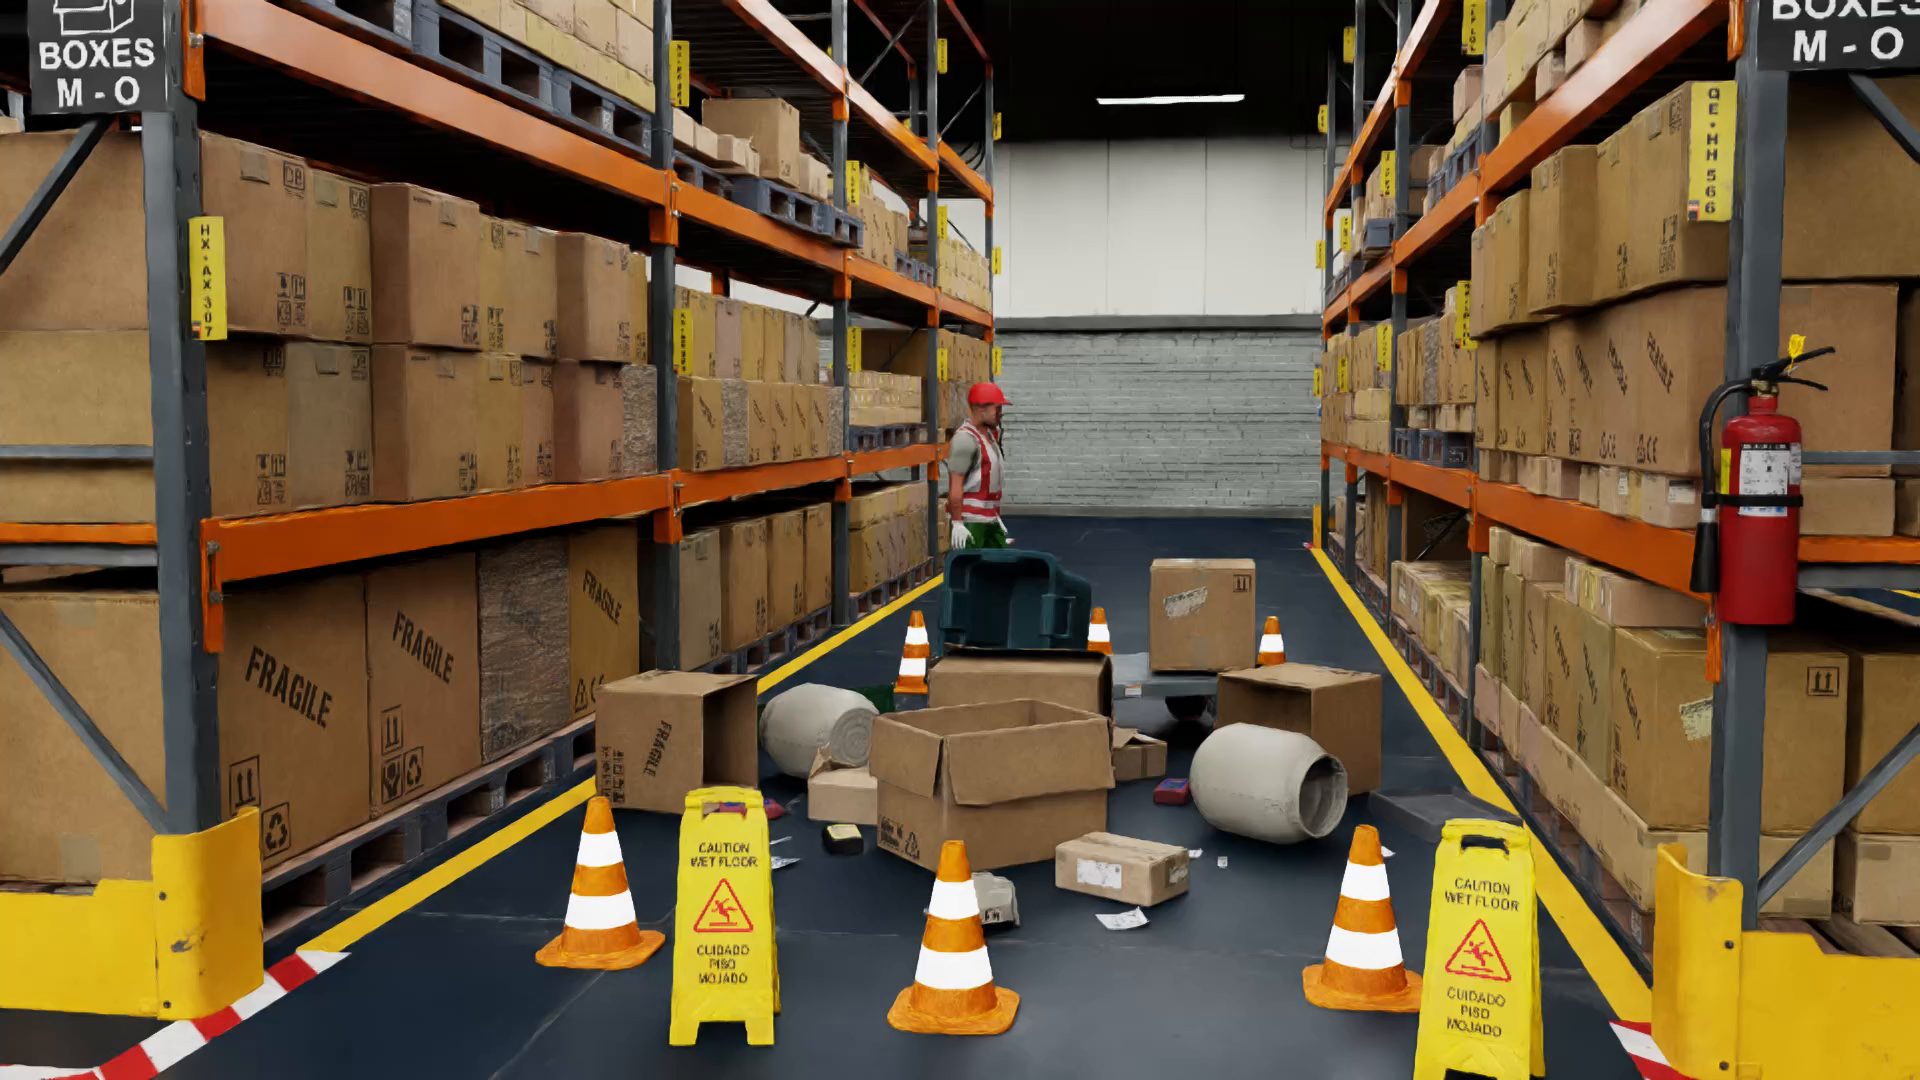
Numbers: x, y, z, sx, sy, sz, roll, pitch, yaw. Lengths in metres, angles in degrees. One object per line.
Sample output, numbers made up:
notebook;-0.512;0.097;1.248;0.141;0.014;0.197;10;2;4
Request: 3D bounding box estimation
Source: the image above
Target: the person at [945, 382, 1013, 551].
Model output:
person;0.095;-0.097;10.348;0.459;1.770;0.671;1;5;17
